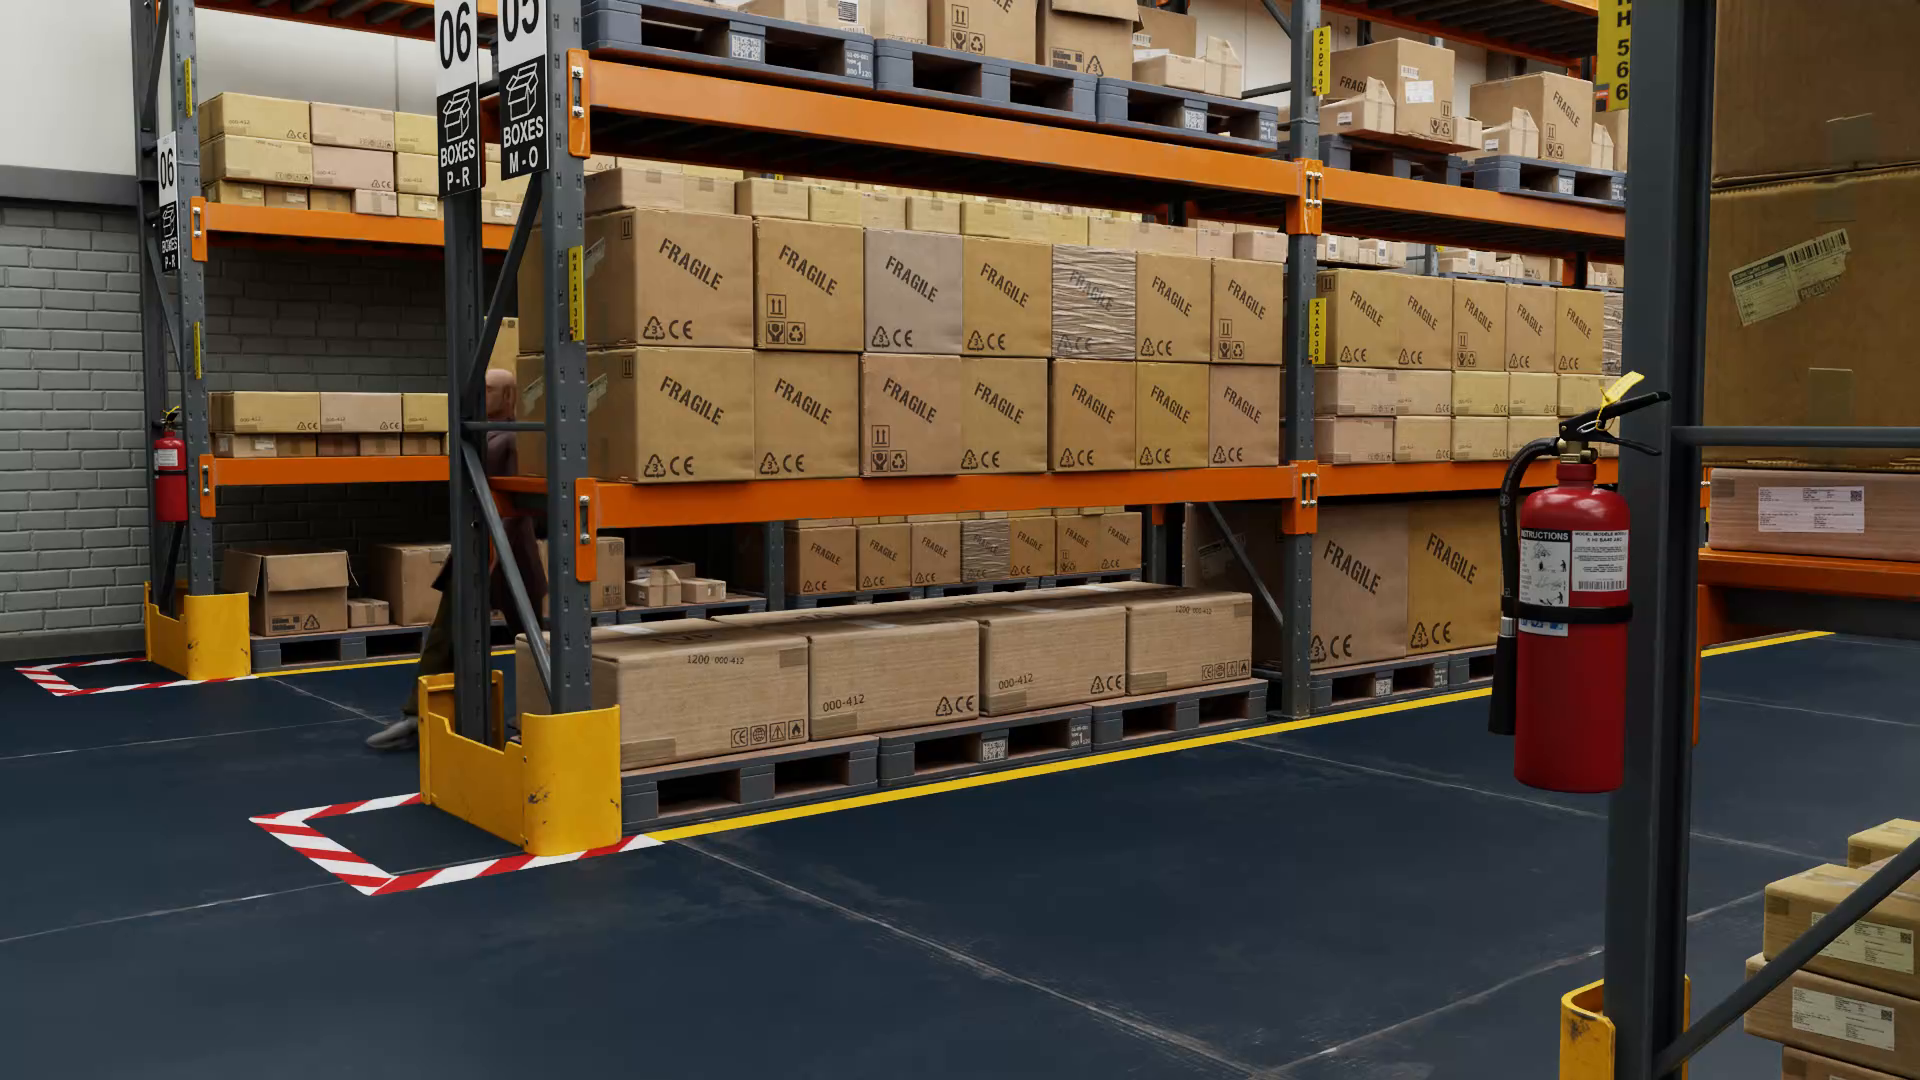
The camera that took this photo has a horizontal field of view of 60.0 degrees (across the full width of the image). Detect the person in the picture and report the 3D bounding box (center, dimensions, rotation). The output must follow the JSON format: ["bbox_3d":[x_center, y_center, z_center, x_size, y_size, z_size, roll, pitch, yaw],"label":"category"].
[{"bbox_3d":[-2.264,0.069,7.821,0.621,1.750,0.988,4,6,41],"label":"person"}]
